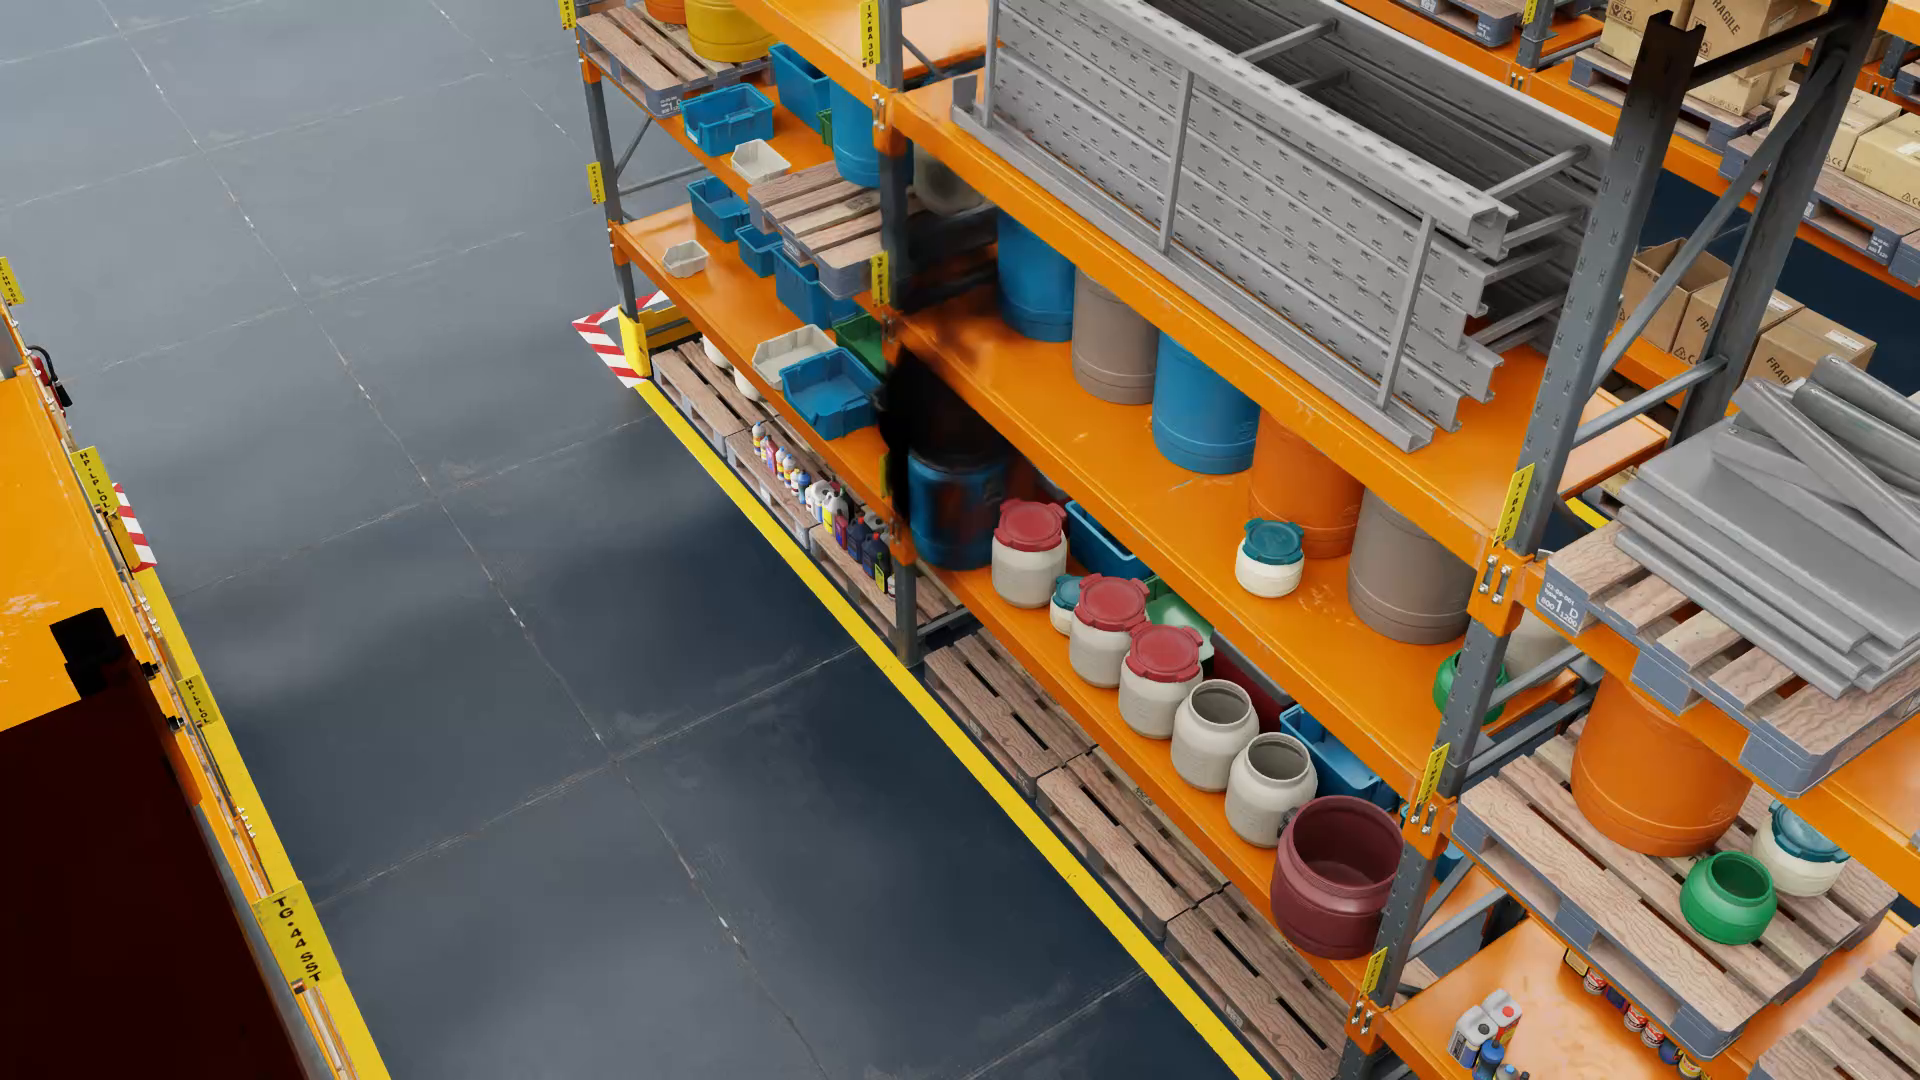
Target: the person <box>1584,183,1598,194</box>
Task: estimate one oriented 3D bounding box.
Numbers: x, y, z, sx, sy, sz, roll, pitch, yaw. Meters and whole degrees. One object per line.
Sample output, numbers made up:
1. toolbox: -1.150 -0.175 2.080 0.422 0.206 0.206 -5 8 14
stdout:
1. person: 5.243 -2.901 13.672 0.923 1.657 0.579 34 52 31
